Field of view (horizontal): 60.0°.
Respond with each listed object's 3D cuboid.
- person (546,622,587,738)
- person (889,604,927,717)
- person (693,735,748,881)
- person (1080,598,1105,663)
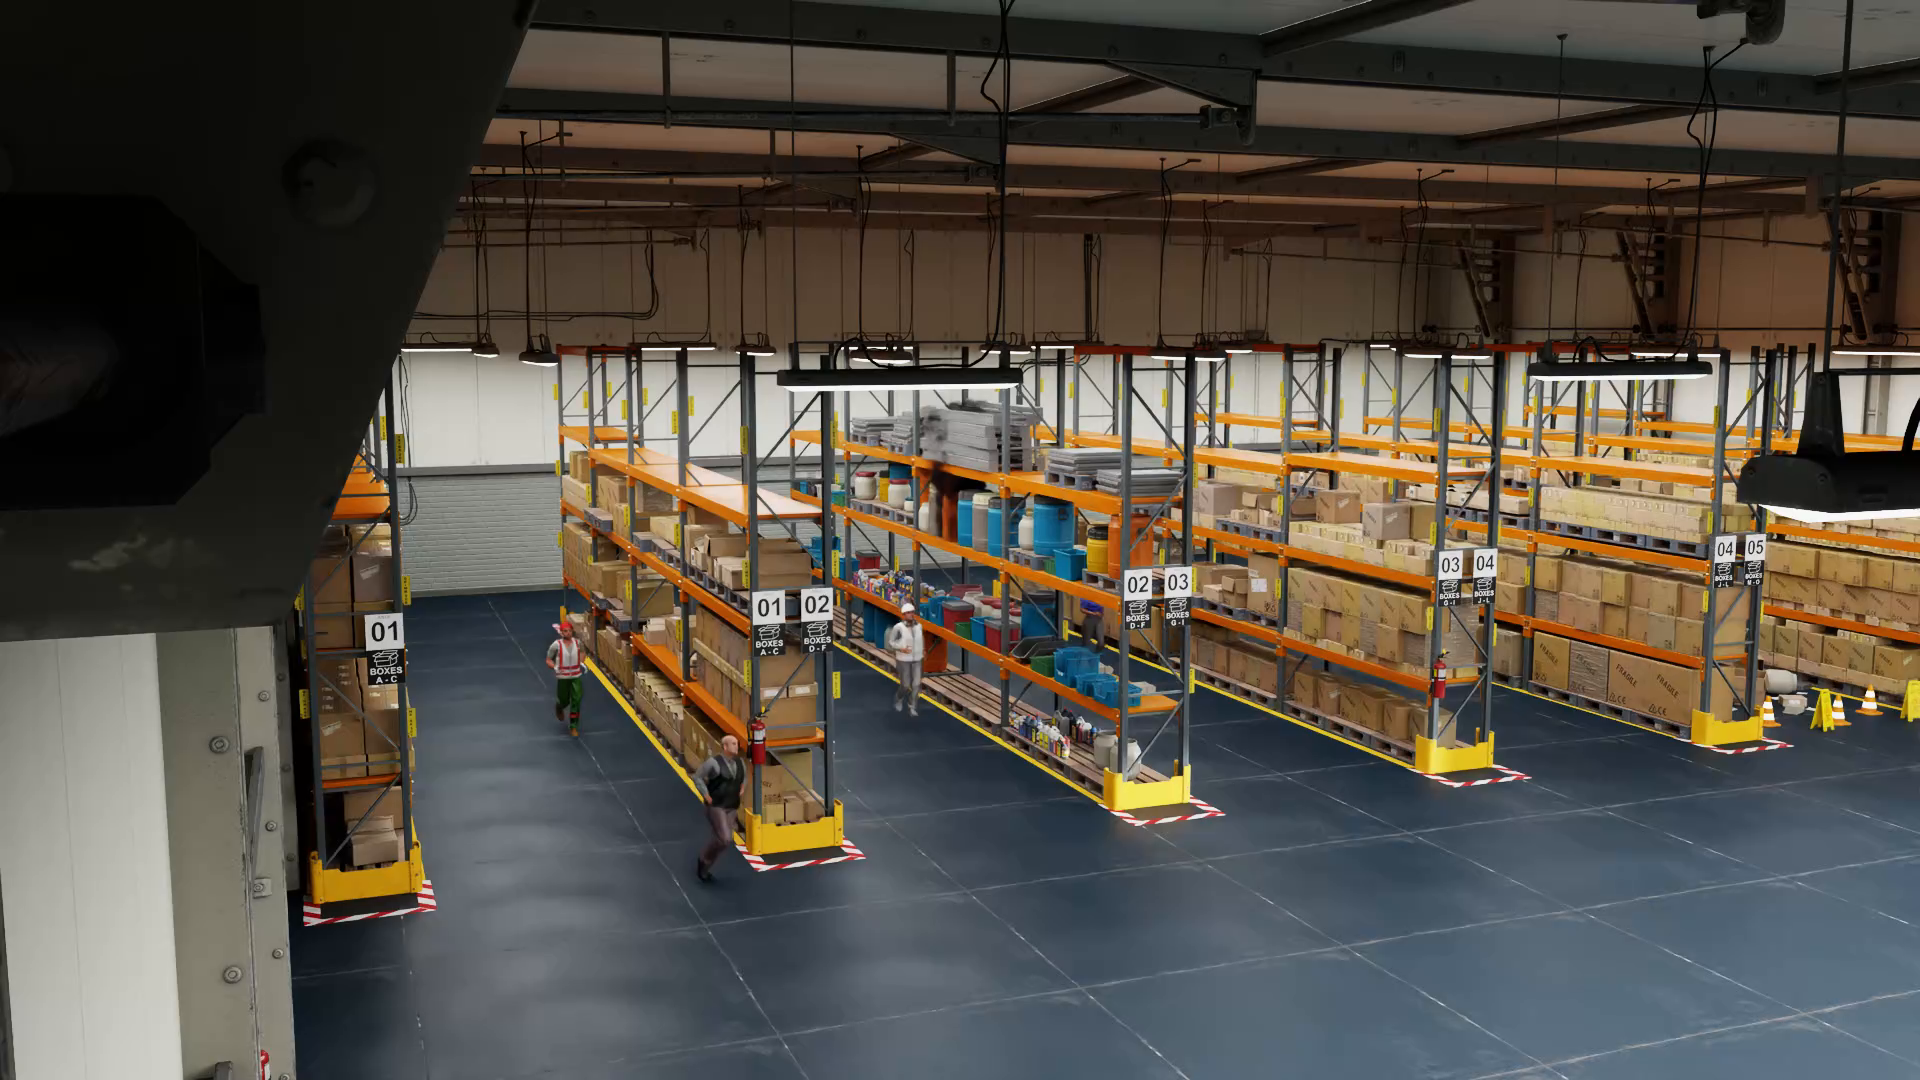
[{"bbox_3d":[-6.145,2.156,26.070,0.656,1.783,0.899,-4,8,-28],"label":"person"},{"bbox_3d":[-0.799,1.868,26.075,0.664,1.754,0.656,-4,8,-27],"label":"person"},{"bbox_3d":[-2.718,3.078,19.201,0.592,1.644,0.712,6,10,40],"label":"person"},{"bbox_3d":[2.372,1.540,29.302,0.584,1.766,0.689,-3,8,-25],"label":"person"}]
